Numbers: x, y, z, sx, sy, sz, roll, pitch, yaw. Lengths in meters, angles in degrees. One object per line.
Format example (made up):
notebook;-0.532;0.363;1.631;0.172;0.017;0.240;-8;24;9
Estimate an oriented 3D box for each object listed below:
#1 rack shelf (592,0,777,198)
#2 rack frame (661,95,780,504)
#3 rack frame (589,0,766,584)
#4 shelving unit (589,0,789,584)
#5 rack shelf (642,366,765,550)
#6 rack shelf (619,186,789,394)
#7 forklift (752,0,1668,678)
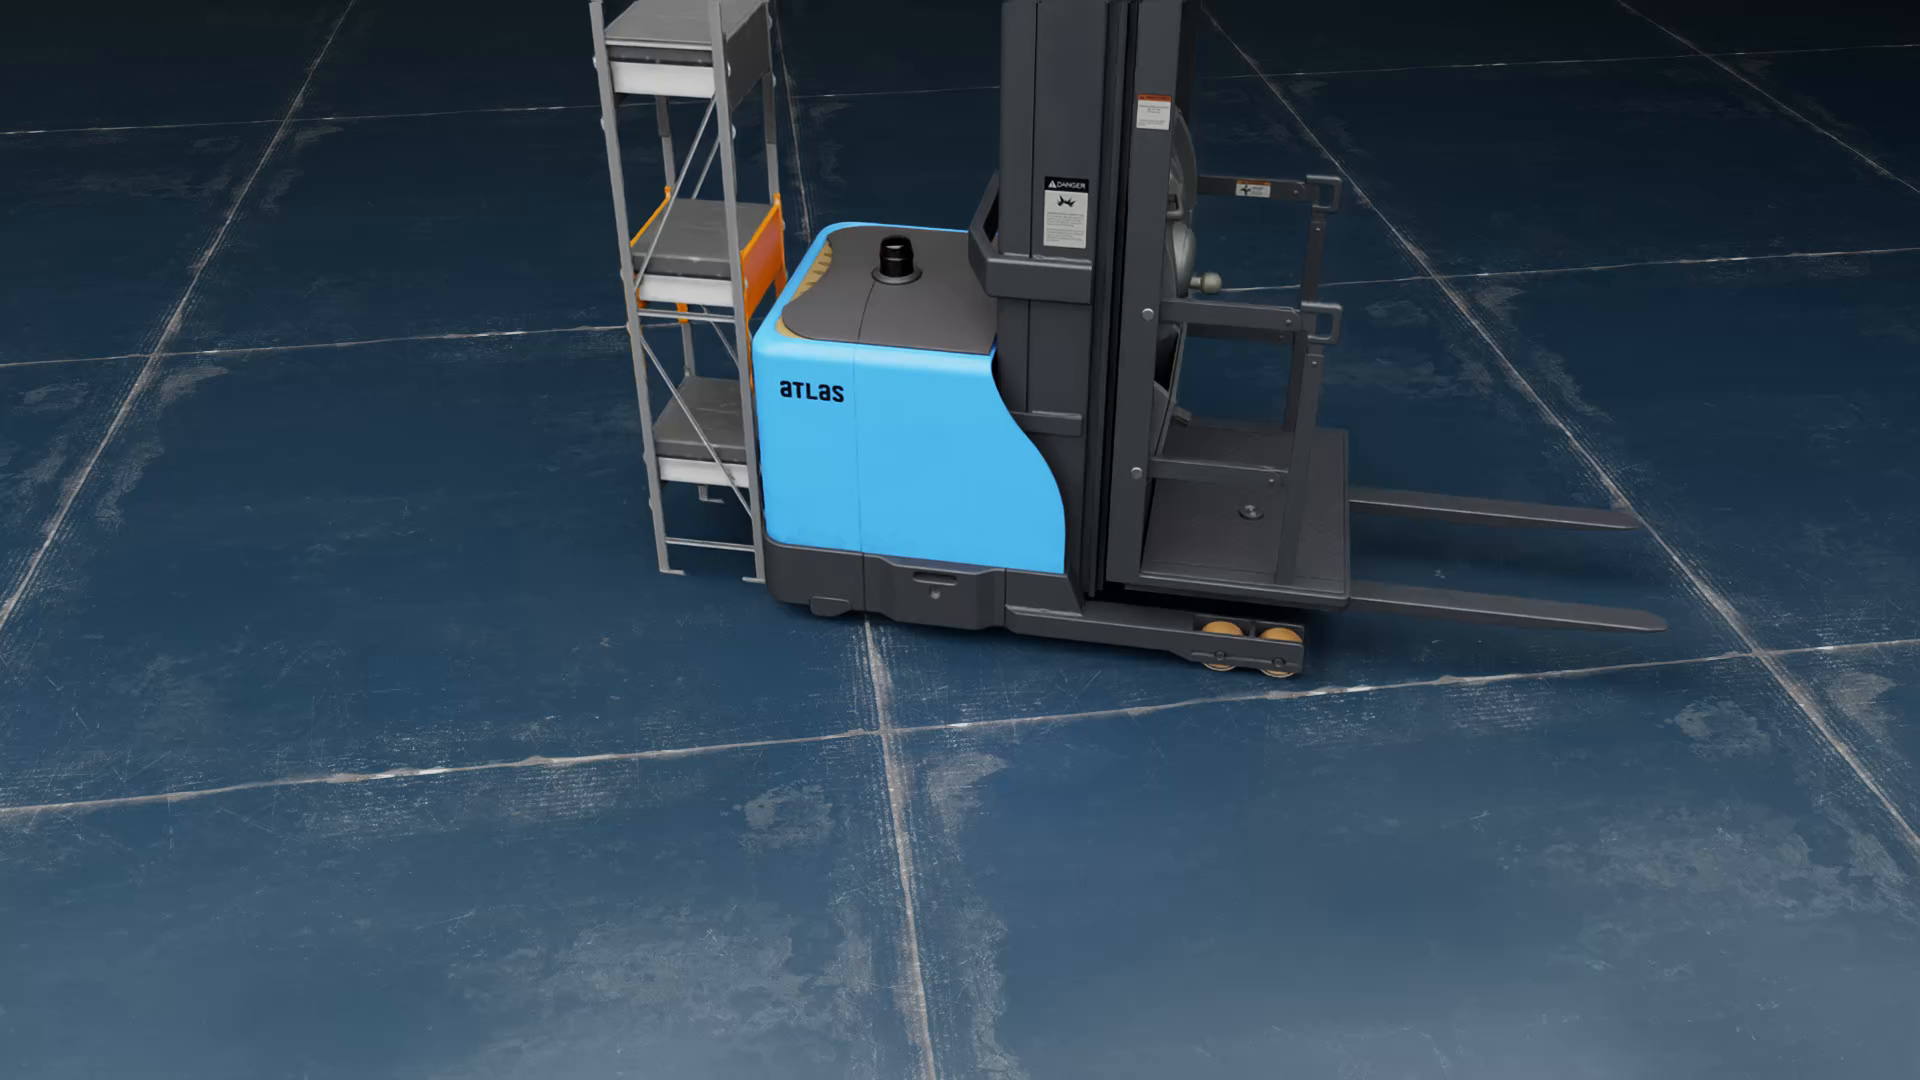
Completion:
rack shelf;-0.856;-1.435;5.272;0.431;0.518;0.480;6;35;8
rack frame;-0.815;-1.003;5.857;0.400;2.100;0.015;6;35;8
rack frame;-0.897;-0.732;5.460;0.400;2.100;0.015;6;35;8
shelving unit;-0.856;-0.867;5.658;0.431;2.100;0.503;6;35;8
rack shelf;-0.856;-0.278;6.060;0.431;0.518;0.480;6;35;8
rack shelf;-0.856;-0.856;5.666;0.431;0.518;0.480;6;35;8
forklift;0.884;-1.077;5.227;3.031;2.935;1.130;6;35;9
